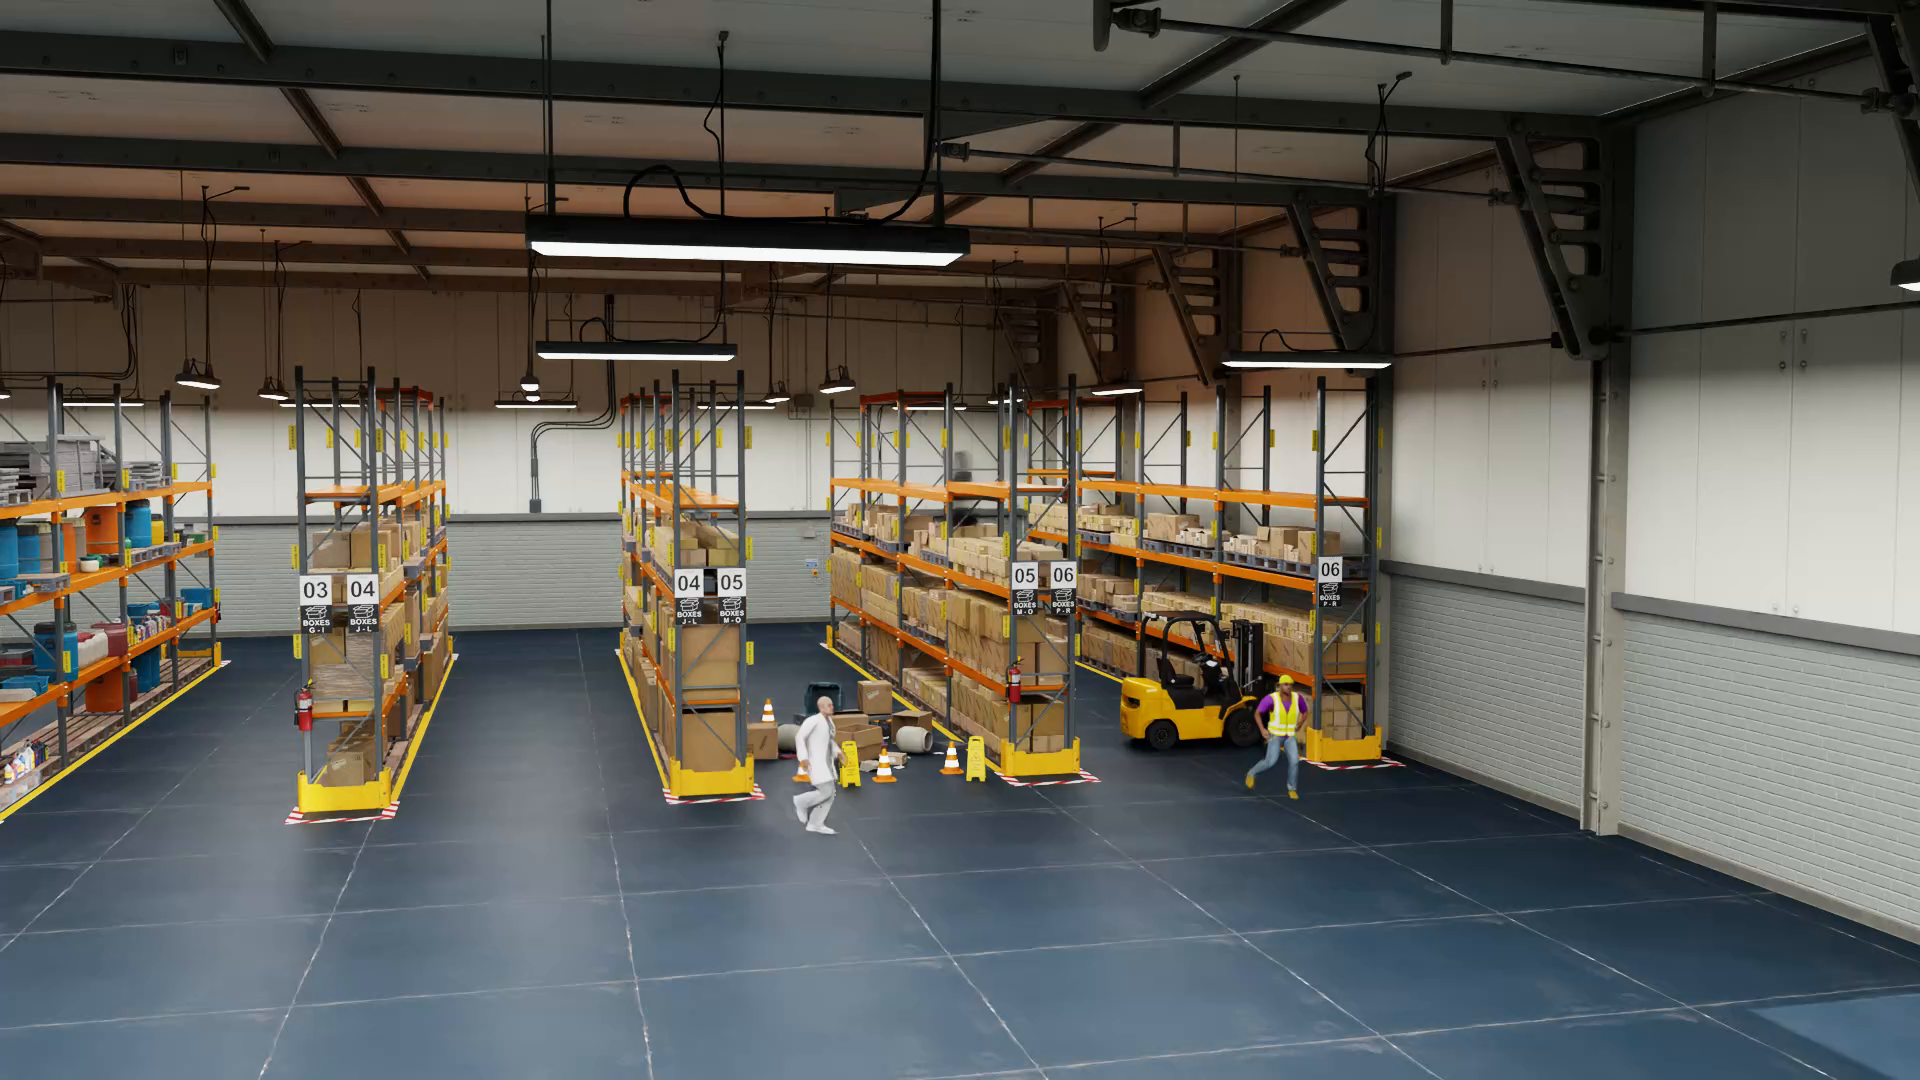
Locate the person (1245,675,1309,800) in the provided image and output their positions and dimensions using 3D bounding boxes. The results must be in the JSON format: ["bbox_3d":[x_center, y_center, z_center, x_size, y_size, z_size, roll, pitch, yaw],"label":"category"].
[{"bbox_3d":[4.513,2.767,23.456,0.887,1.756,0.663,-1,4,-14],"label":"person"}]

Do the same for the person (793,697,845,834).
[{"bbox_3d":[-1.818,2.878,21.300,0.660,1.748,0.724,2,4,27],"label":"person"}]
